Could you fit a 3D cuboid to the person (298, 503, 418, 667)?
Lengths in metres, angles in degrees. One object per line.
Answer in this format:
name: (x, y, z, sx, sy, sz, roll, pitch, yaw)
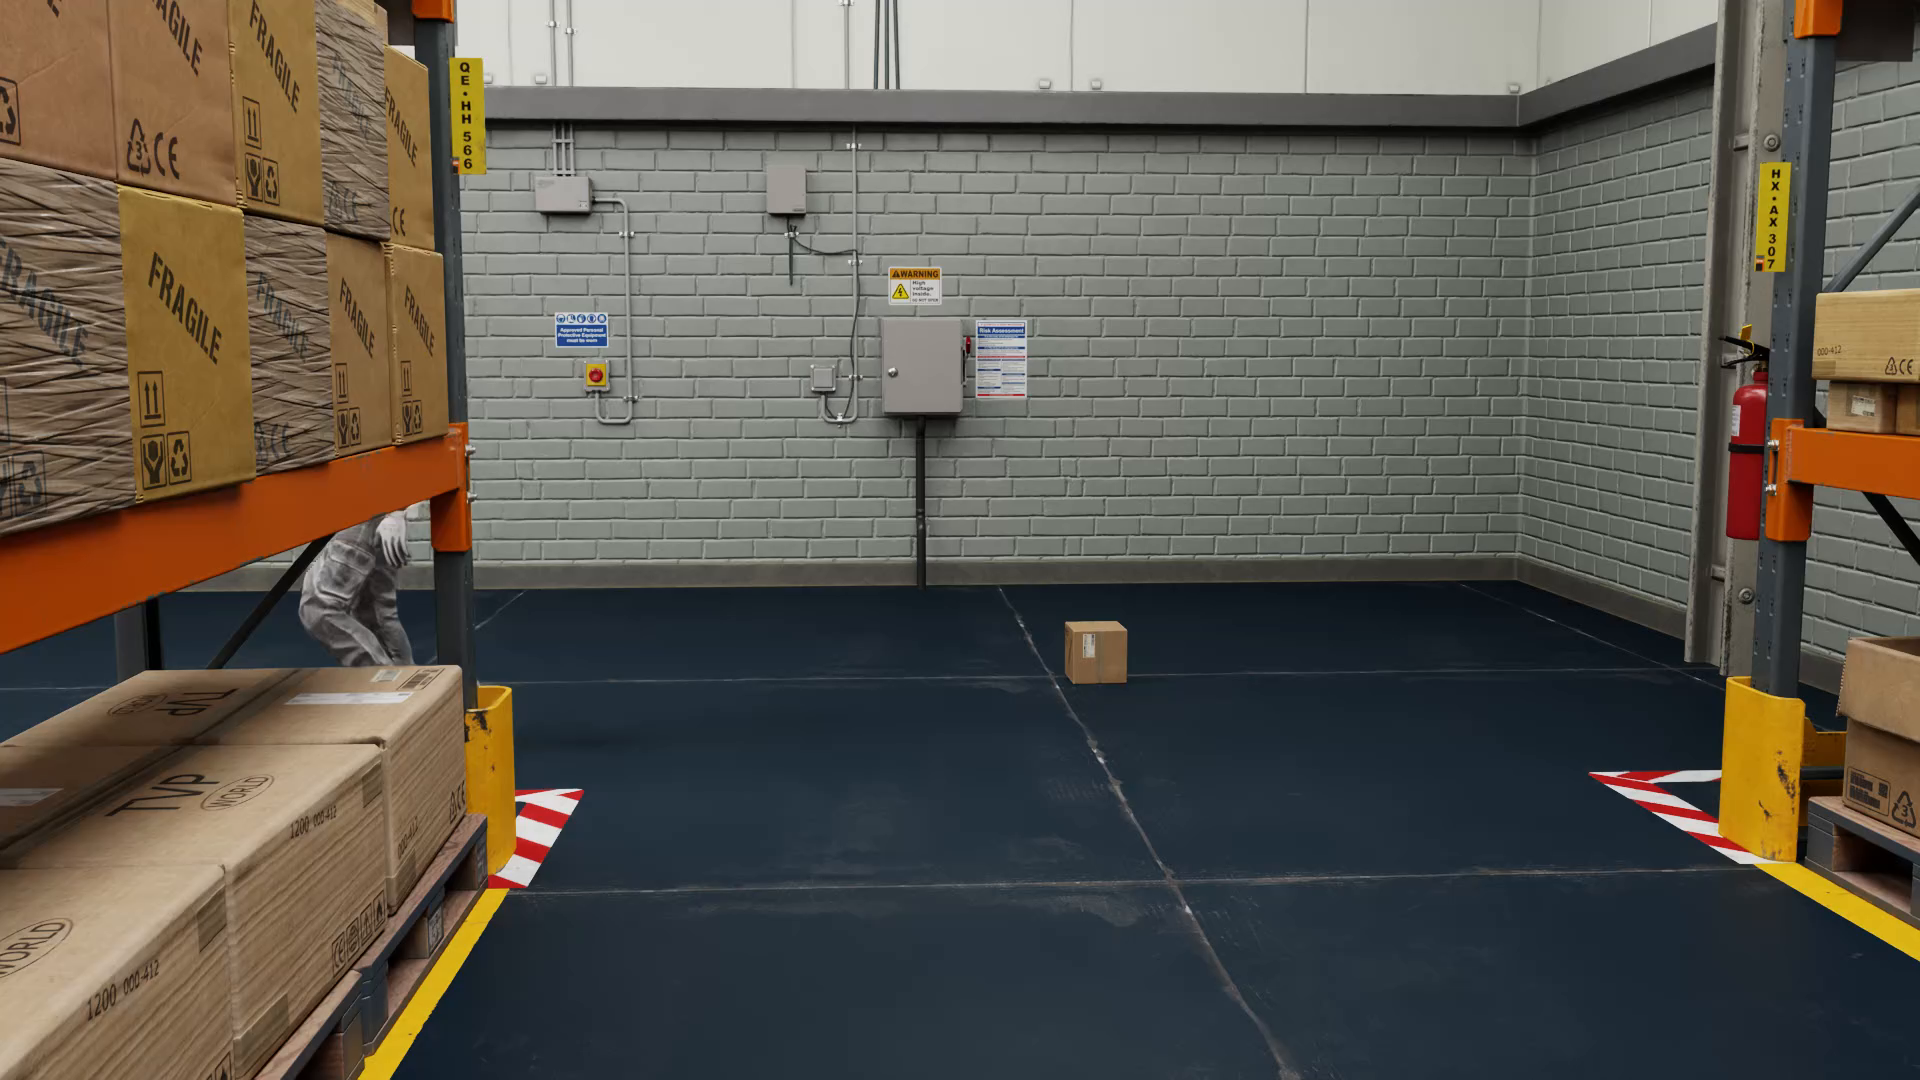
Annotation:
person: (-2.239, -0.081, 6.195, 0.451, 1.801, 0.549, -3, 7, -22)
